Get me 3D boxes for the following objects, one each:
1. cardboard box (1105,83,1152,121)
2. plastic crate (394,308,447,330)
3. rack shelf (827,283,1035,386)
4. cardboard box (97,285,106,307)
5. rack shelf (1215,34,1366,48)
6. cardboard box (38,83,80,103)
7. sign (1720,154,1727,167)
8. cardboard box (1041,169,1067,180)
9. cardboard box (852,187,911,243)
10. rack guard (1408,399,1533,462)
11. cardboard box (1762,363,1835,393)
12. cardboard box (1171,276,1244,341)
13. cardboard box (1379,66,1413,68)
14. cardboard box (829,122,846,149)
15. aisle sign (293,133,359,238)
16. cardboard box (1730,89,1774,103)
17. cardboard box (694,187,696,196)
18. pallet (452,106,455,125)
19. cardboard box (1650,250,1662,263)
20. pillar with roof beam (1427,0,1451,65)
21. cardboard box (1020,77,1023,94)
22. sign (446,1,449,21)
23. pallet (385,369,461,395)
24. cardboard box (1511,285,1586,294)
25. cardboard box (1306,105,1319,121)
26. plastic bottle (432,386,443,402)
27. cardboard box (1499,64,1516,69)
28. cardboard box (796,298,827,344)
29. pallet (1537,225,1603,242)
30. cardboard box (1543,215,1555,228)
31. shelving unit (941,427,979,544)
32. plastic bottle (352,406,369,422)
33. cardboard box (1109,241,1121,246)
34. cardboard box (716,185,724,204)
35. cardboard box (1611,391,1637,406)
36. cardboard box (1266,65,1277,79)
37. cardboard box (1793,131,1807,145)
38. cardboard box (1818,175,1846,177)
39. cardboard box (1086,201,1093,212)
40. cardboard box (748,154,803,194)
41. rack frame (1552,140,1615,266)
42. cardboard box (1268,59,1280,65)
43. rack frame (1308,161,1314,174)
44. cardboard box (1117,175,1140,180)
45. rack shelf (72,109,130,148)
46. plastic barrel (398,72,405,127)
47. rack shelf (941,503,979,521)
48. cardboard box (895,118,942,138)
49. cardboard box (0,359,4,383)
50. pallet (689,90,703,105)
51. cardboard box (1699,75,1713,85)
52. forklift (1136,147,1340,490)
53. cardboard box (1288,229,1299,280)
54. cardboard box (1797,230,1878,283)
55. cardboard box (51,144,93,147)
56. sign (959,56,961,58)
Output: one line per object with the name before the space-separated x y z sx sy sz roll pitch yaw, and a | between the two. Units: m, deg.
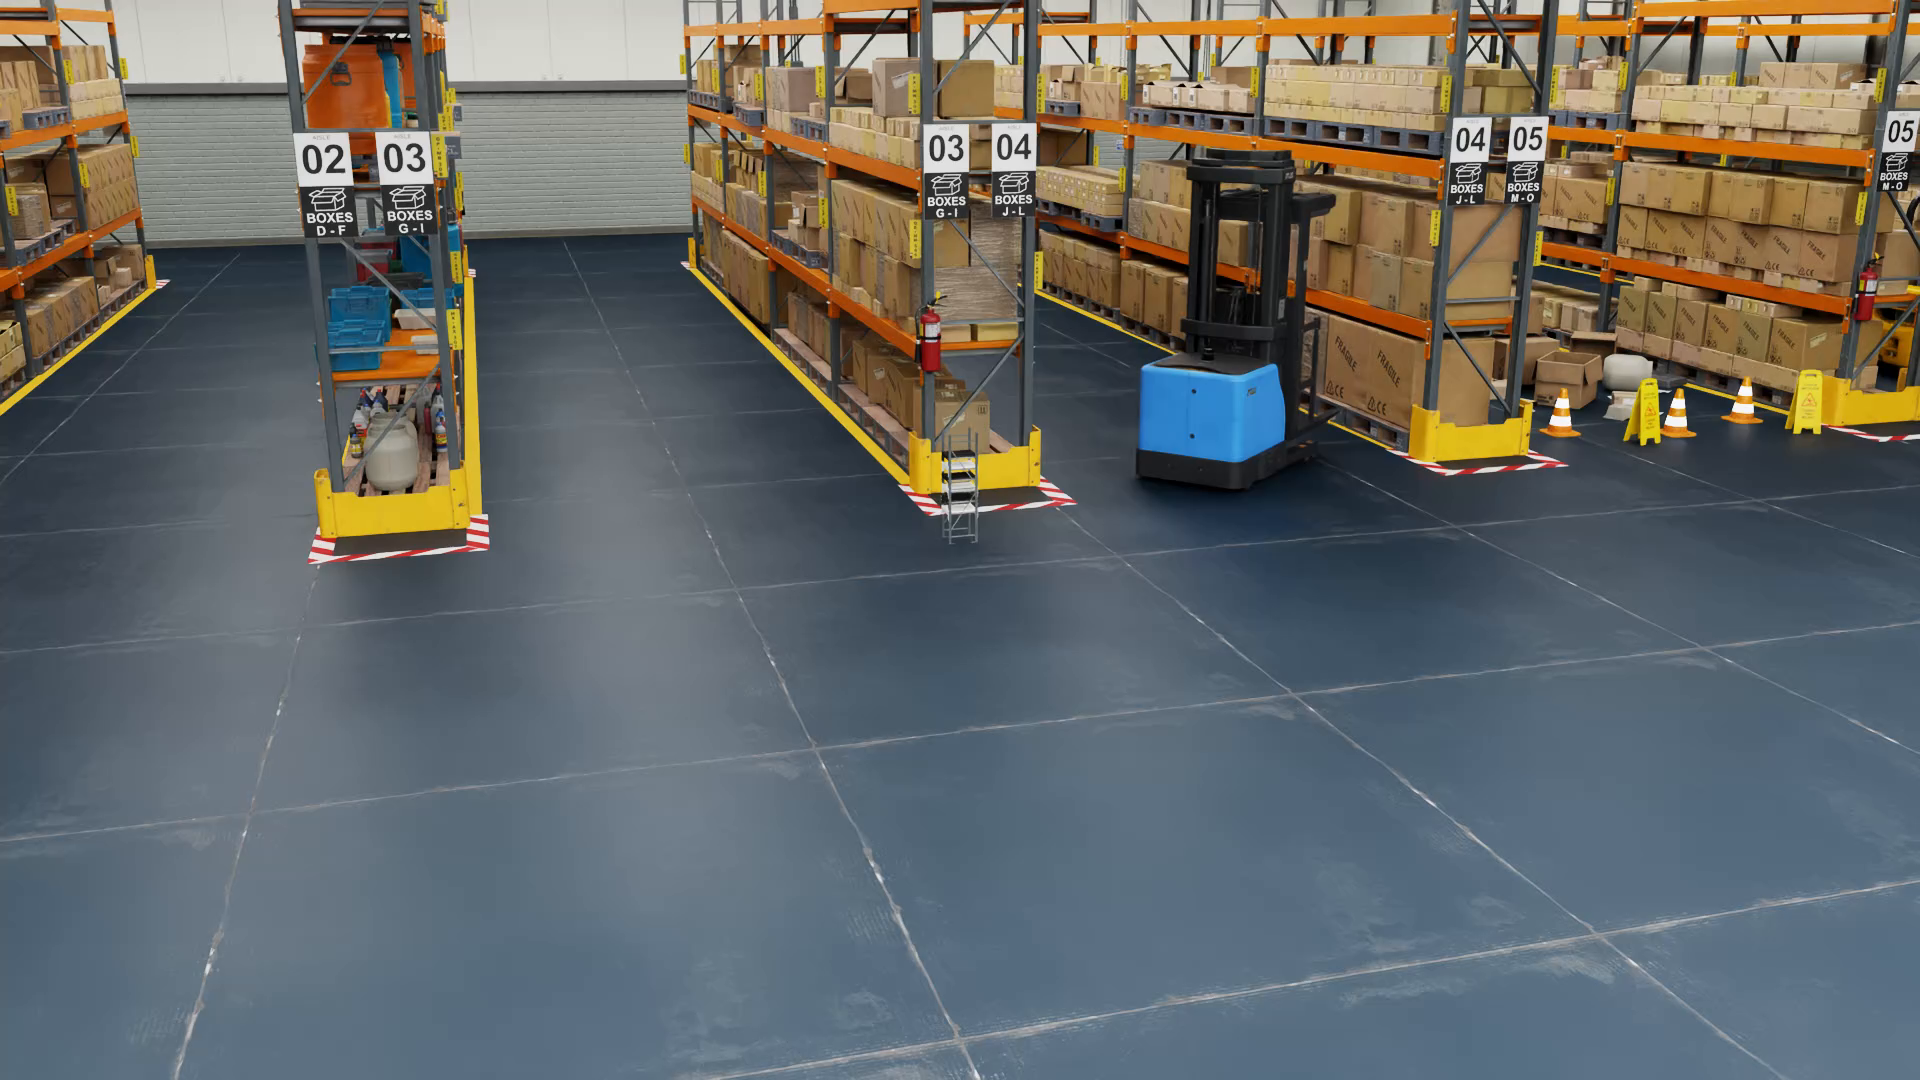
cardboard box | 2.354 -6.113 23.200 0.500 0.500 0.500 -5 17 -15
plastic crate | -5.015 -2.073 15.597 0.530 0.136 0.437 -5 17 -15
rack shelf | -0.393 -2.122 16.553 1.077 0.370 4.000 -5 17 -15
cardboard box | -12.574 -3.507 23.821 0.500 0.311 0.500 -5 17 -15
rack shelf | 5.838 -8.906 29.406 1.077 0.370 4.000 -5 17 -15
cardboard box | -12.561 -6.209 23.085 0.500 0.250 0.500 -5 17 -15
sign | 11.739 -5.774 25.586 0.100 0.325 0.005 -5 17 -15
cardboard box | 1.472 -5.669 25.785 0.380 0.149 0.250 -5 17 -15
cardboard box | -0.787 -3.268 16.688 0.500 0.500 0.500 -5 17 -15
rack guard | 4.961 -1.074 16.157 1.175 0.500 0.348 -5 17 -15
cardboard box | 9.198 -1.790 18.247 0.500 0.250 0.500 -5 17 -16
cardboard box | 3.336 -2.939 21.204 1.050 0.750 0.750 -5 17 -15
cardboard box | 4.608 -4.906 17.503 0.380 0.149 0.250 -5 17 -16
cardboard box | -1.065 -4.240 17.399 0.500 0.250 0.500 -5 18 -17
aisle sign | -4.871 -2.723 12.785 0.394 0.787 0.004 -5 17 -15
cardboard box | 8.866 -4.965 18.603 0.380 0.149 0.250 -4 17 -14
cardboard box | -4.388 -6.024 28.728 0.380 0.149 0.250 -5 17 -16
pallet | -7.279 -5.665 22.210 1.003 0.211 1.213 -5 17 -15
cardboard box | 8.586 -3.434 20.105 0.380 0.149 0.250 -5 17 -16
pillar with roof beam | 6.046 -10.866 33.983 9.100 9.000 0.400 -5 17 -15
cardboard box | 1.285 -7.309 26.746 0.500 0.250 0.500 -6 18 -18
sign | -8.478 -8.714 27.381 0.100 0.325 0.005 -5 17 -15
pallet | -6.296 -1.845 19.227 1.003 0.211 1.213 -5 17 -15
cardboard box | 8.046 -3.281 23.000 0.950 0.372 0.625 -4 17 -13
cardboard box | 3.909 -4.540 17.672 0.380 0.149 0.250 -5 17 -16
plastic bottle | -5.198 -1.362 16.611 0.144 0.351 0.185 -6 18 -18
cardboard box | 10.363 -8.700 30.861 0.500 0.250 0.500 -4 17 -14
cardboard box | -1.673 -2.804 21.152 0.700 0.500 0.500 -6 18 -20
pallet | 8.070 -4.273 22.798 1.003 0.211 1.213 -5 17 -15
cardboard box | 7.945 -4.218 21.985 0.380 0.149 0.250 -5 17 -15
shelving unit | -0.002 -0.433 13.330 0.258 0.900 0.210 -5 17 -15
plastic bottle | -5.662 -1.093 15.716 0.144 0.351 0.185 -4 17 -13
cardboard box | 2.536 -4.341 25.003 0.500 0.250 0.500 -5 17 -15
cardboard box | -3.514 -5.405 25.974 0.500 0.250 0.500 -5 17 -16
cardboard box | 7.383 -1.534 18.301 0.380 0.149 0.250 4 17 13
cardboard box | 3.628 -5.204 18.494 0.380 0.149 0.250 -5 17 -15
cardboard box | 9.173 -4.307 17.800 0.380 0.149 0.250 -5 17 -15
cardboard box | 12.866 -5.307 24.604 0.380 0.149 0.250 -5 17 -16
cardboard box | 2.040 -4.811 23.962 0.380 0.149 0.250 -4 17 -14
cardboard box | -2.594 -5.223 23.710 0.797 0.503 0.637 -4 17 -13
rack frame | 11.159 -6.410 29.576 1.000 3.000 0.127 -5 17 -15
cardboard box | 5.698 -8.286 29.533 0.500 0.500 0.500 -4 17 -14
rack frame | 6.388 -6.016 28.266 1.000 3.000 0.127 -5 17 -15
cardboard box | 2.527 -5.290 24.520 0.380 0.149 0.250 -4 17 -13
rack shelf | -13.216 -6.096 24.567 1.077 0.370 4.000 -5 17 -15
plastic barrel | -6.607 -4.952 18.762 0.600 0.830 0.708 -5 17 -15
rack shelf | -0.002 -0.229 13.391 0.258 0.077 0.200 -5 17 -15
cardboard box | -0.359 -3.669 14.807 0.380 0.149 0.250 -5 18 -18
cardboard box | -10.908 -1.820 18.348 0.500 0.250 0.500 -4 17 -14
pallet | -4.026 -7.529 28.242 1.003 0.211 1.213 -5 17 -15
cardboard box | 11.787 -7.224 26.123 0.380 0.149 0.250 -5 18 -17
forklift | 2.826 -2.221 15.751 1.130 2.935 3.031 10 20 31
cardboard box | 4.140 -3.204 18.645 0.875 0.550 0.550 -5 17 -15
cardboard box | 9.271 -3.015 17.586 0.500 0.500 0.500 -5 17 -16
cardboard box | -13.897 -5.940 26.101 0.500 0.500 0.500 -4 17 -14
sign | 0.035 -8.515 29.853 0.100 0.325 0.005 -5 17 -15
